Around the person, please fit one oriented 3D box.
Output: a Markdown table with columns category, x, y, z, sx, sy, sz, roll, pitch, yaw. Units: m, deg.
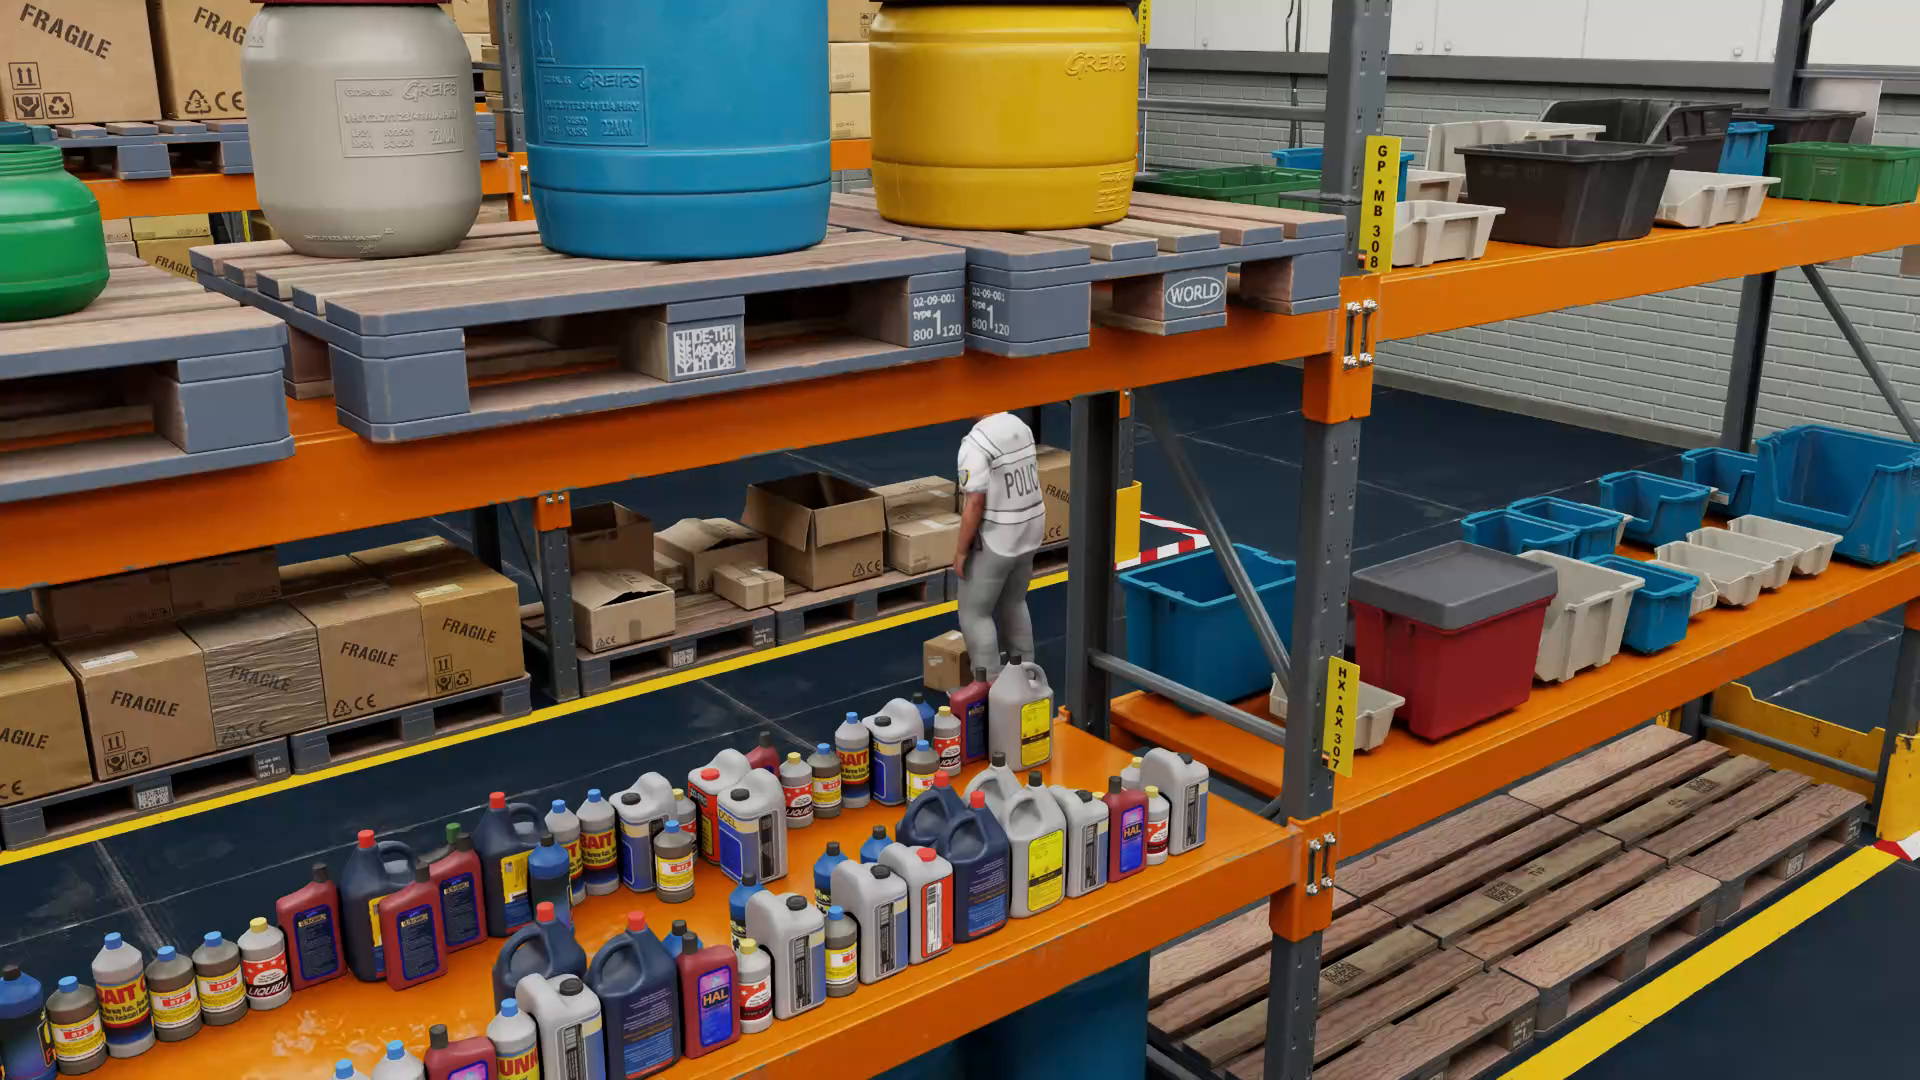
| category | x | y | z | sx | sy | sz | roll | pitch | yaw |
| --- | --- | --- | --- | --- | --- | --- | --- | --- | --- |
| person | 0.192 | 0.000 | 8.540 | 0.437 | 1.747 | 0.600 | 13 | 22 | 36 |
